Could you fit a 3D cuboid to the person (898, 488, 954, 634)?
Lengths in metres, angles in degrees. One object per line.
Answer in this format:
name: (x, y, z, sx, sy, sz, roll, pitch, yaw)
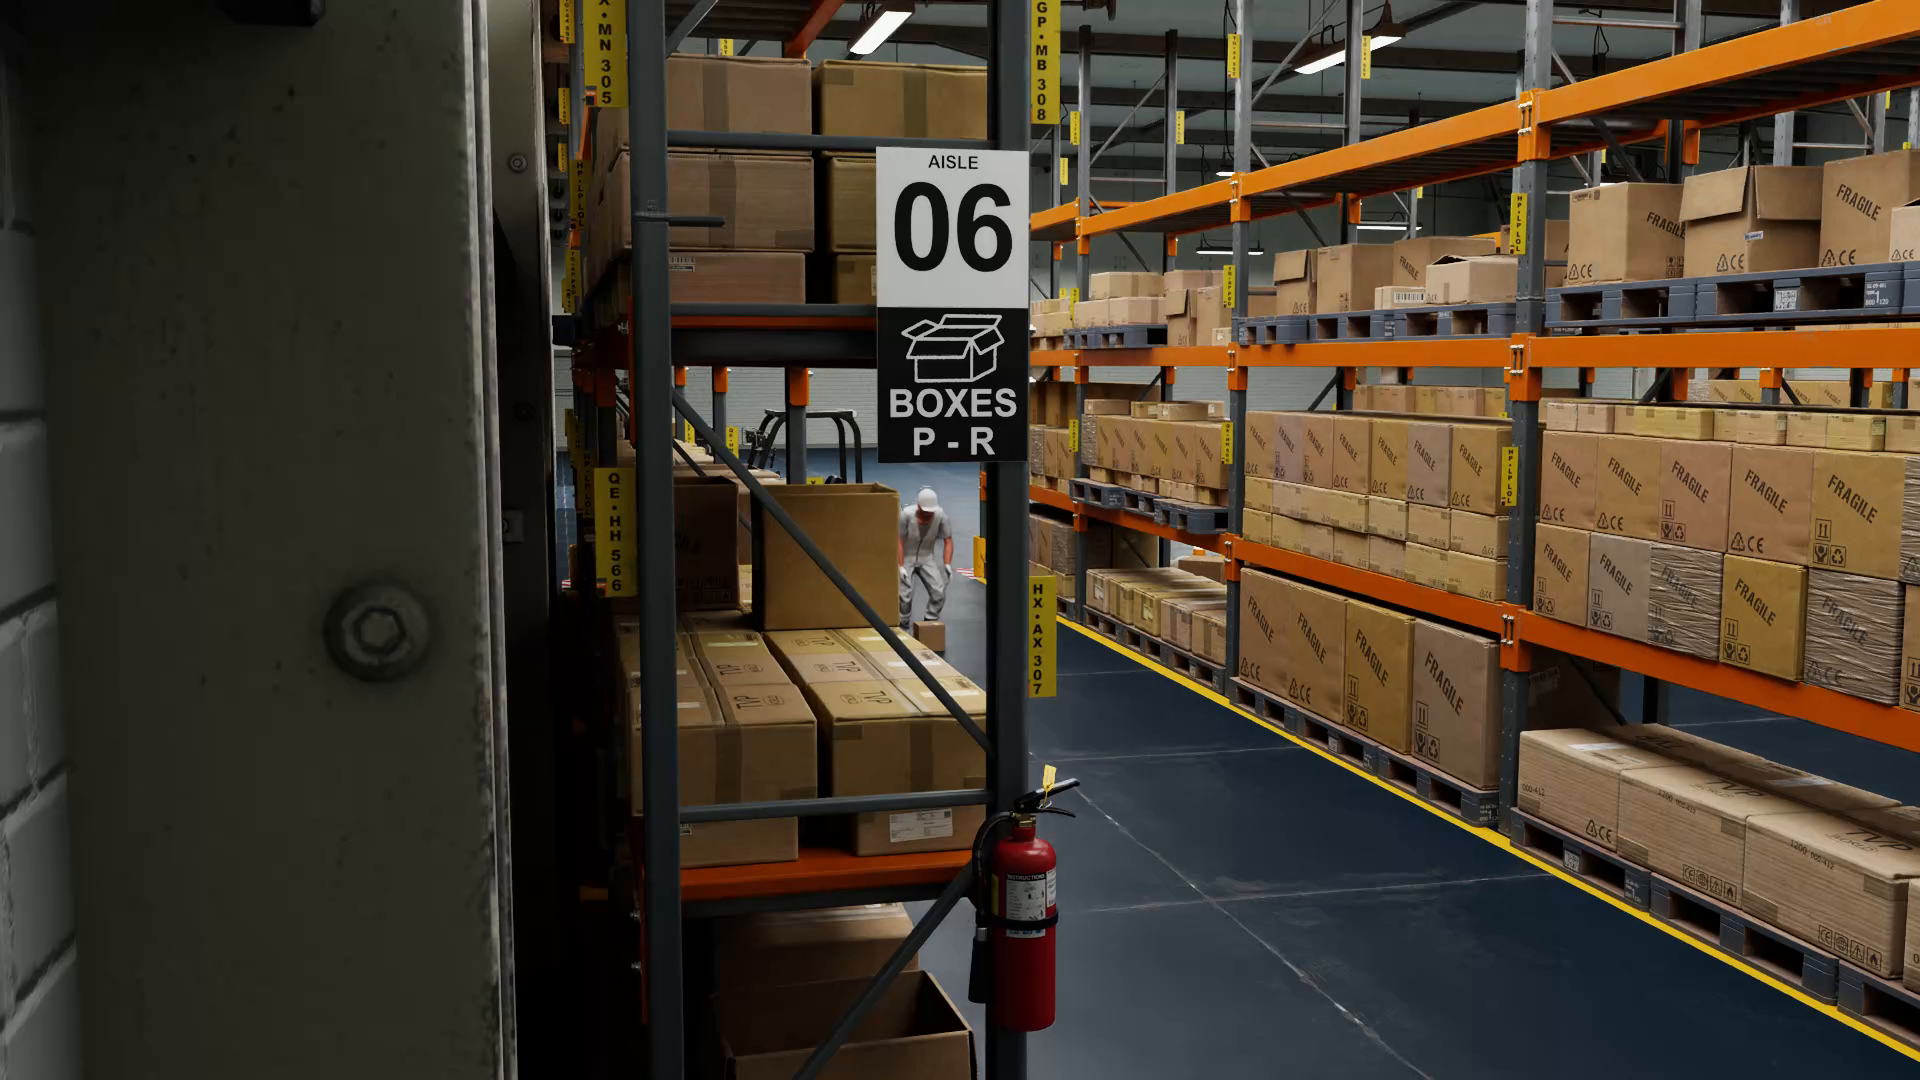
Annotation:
person: (-0.358, 0.239, 15.890, 0.581, 1.500, 0.711, -1, 6, -13)
